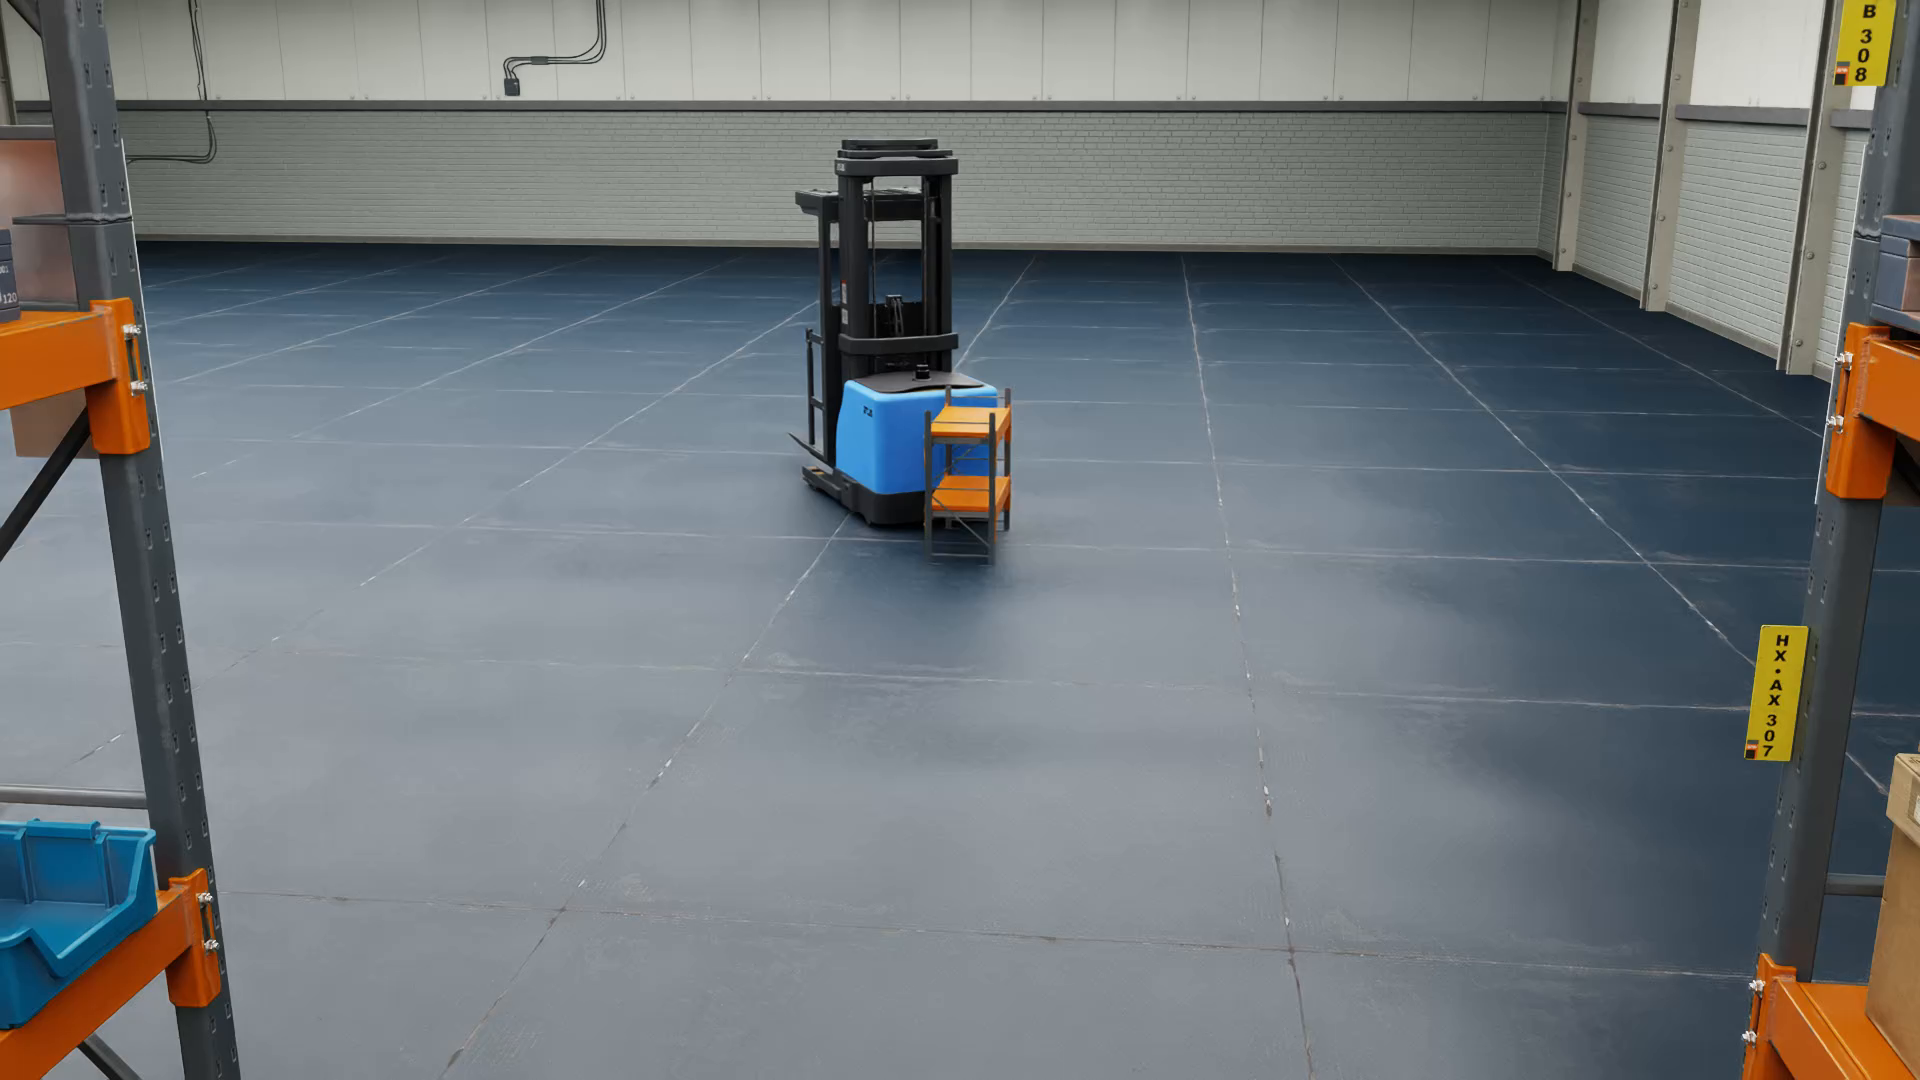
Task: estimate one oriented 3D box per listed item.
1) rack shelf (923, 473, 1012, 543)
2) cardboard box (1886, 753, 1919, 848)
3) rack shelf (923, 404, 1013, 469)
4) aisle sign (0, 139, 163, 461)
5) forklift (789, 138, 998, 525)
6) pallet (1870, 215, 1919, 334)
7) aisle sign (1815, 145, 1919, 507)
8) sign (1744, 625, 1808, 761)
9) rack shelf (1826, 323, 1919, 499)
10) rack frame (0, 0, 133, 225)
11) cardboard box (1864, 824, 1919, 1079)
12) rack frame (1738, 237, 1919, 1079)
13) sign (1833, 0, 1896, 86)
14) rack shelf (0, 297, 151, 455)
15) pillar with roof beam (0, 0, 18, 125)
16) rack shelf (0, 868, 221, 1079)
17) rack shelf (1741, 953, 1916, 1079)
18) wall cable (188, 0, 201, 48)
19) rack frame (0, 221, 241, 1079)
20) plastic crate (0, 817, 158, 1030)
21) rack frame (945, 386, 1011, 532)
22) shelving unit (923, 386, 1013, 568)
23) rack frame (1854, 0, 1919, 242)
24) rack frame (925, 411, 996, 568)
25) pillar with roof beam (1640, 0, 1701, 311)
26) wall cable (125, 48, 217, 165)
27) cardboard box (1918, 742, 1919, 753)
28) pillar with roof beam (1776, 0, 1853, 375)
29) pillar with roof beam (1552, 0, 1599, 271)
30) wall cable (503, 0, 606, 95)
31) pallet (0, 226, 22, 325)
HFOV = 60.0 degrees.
[{"bbox_3d":[0.070,-0.252,12.376,0.538,0.278,1.000,2,15,7],"label":"rack shelf"},{"bbox_3d":[2.159,0.560,3.411,0.380,0.149,0.250,2,15,6],"label":"cardboard box"},{"bbox_3d":[0.070,-0.771,12.236,0.538,0.278,1.000,2,15,7],"label":"rack shelf"},{"bbox_3d":[-2.201,-0.586,4.102,0.394,0.787,0.004,2,15,6],"label":"aisle sign"},{"bbox_3d":[-0.715,-1.874,13.976,1.130,2.935,3.031,-6,16,-21],"label":"forklift"},{"bbox_3d":[2.312,-0.397,2.806,1.003,0.211,1.213,2,15,6],"label":"pallet"},{"bbox_3d":[2.121,-0.455,3.619,0.394,0.787,0.004,2,15,6],"label":"aisle sign"},{"bbox_3d":[1.867,0.352,3.804,0.100,0.325,0.005,2,15,6],"label":"sign"},{"bbox_3d":[2.192,0.244,1.646,1.077,0.370,4.000,2,15,6],"label":"rack shelf"},{"bbox_3d":[-2.504,-2.217,3.622,1.000,3.000,0.127,2,15,6],"label":"rack frame"},{"bbox_3d":[2.352,0.898,3.402,0.700,0.500,0.500,2,15,6],"label":"cardboard box"},{"bbox_3d":[2.417,0.826,3.862,1.000,3.000,0.127,2,15,6],"label":"rack frame"},{"bbox_3d":[1.867,-1.100,3.412,0.100,0.325,0.005,2,15,6],"label":"sign"},{"bbox_3d":[-2.729,0.097,2.189,1.077,0.370,4.000,2,15,6],"label":"rack shelf"},{"bbox_3d":[-15.516,-10.300,33.514,9.100,9.000,0.400,2,15,6],"label":"pillar with roof beam"},{"bbox_3d":[-2.729,1.545,2.580,1.077,0.370,4.000,2,15,6],"label":"rack shelf"},{"bbox_3d":[2.192,1.692,2.037,1.077,0.370,4.000,2,15,6],"label":"rack shelf"},{"bbox_3d":[-15.459,-12.011,36.116,3.097,2.526,0.112,2,15,6],"label":"wall cable"},{"bbox_3d":[-2.504,0.679,4.405,1.000,3.000,0.127,2,15,6],"label":"rack frame"},{"bbox_3d":[-2.263,0.889,3.912,0.499,0.251,0.616,2,15,6],"label":"plastic crate"},{"bbox_3d":[0.138,-0.620,12.799,0.500,1.125,0.032,2,15,7],"label":"rack frame"},{"bbox_3d":[0.070,-0.488,12.312,0.538,1.125,1.048,2,15,7],"label":"shelving unit"},{"bbox_3d":[2.417,-2.070,3.079,1.000,3.000,0.127,2,15,6],"label":"rack frame"},{"bbox_3d":[0.001,-0.357,11.826,0.500,1.125,0.032,2,15,7],"label":"rack frame"},{"bbox_3d":[6.551,-8.070,25.266,9.100,9.000,0.400,2,15,6],"label":"pillar with roof beam"},{"bbox_3d":[-18.147,-9.653,37.070,3.097,2.526,0.112,2,15,6],"label":"wall cable"},{"bbox_3d":[2.346,0.286,3.182,0.700,0.500,0.500,2,15,6],"label":"cardboard box"},{"bbox_3d":[5.874,-6.514,19.511,9.100,9.000,0.400,2,15,6],"label":"pillar with roof beam"},{"bbox_3d":[7.228,-9.626,31.021,9.100,9.000,0.400,2,15,6],"label":"pillar with roof beam"},{"bbox_3d":[-8.716,-12.510,35.172,2.305,6.003,0.169,2,15,6],"label":"wall cable"},{"bbox_3d":[-2.694,-0.466,3.255,1.003,0.211,1.213,2,15,6],"label":"pallet"}]
